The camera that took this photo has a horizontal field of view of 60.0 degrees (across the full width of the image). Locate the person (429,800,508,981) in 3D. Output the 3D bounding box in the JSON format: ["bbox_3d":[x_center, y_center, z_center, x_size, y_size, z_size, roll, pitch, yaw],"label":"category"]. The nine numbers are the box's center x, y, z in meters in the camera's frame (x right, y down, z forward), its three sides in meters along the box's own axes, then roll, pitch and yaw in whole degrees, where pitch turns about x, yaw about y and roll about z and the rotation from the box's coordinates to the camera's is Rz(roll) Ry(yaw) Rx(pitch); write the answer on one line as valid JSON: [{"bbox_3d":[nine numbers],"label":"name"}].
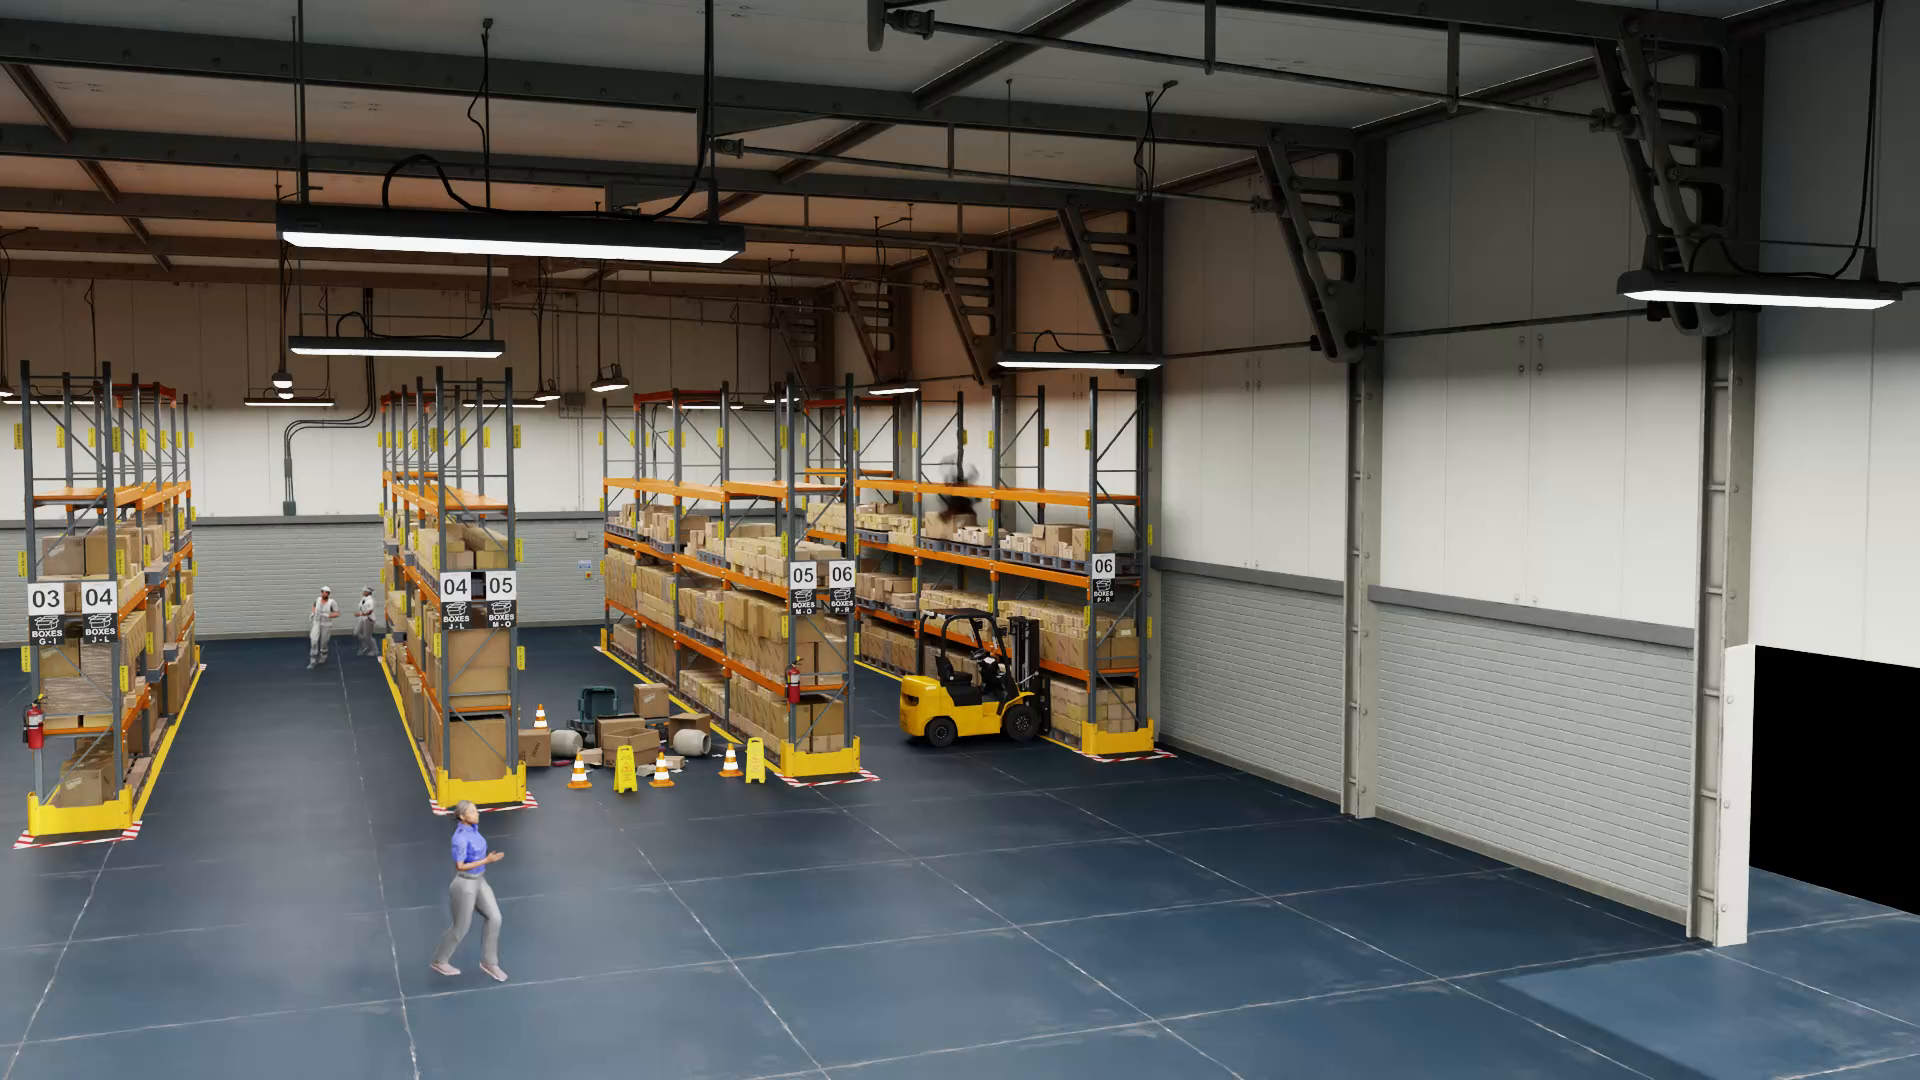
[{"bbox_3d":[-4.535,3.248,15.361,0.712,1.713,0.560,0,3,8],"label":"person"}]

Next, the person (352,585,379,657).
[{"bbox_3d":[-13.697,1.871,38.389,0.596,1.689,0.629,3,5,43],"label":"person"}]

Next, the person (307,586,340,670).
[{"bbox_3d":[-14.002,1.918,36.693,0.671,1.810,0.863,0,3,-4],"label":"person"}]
